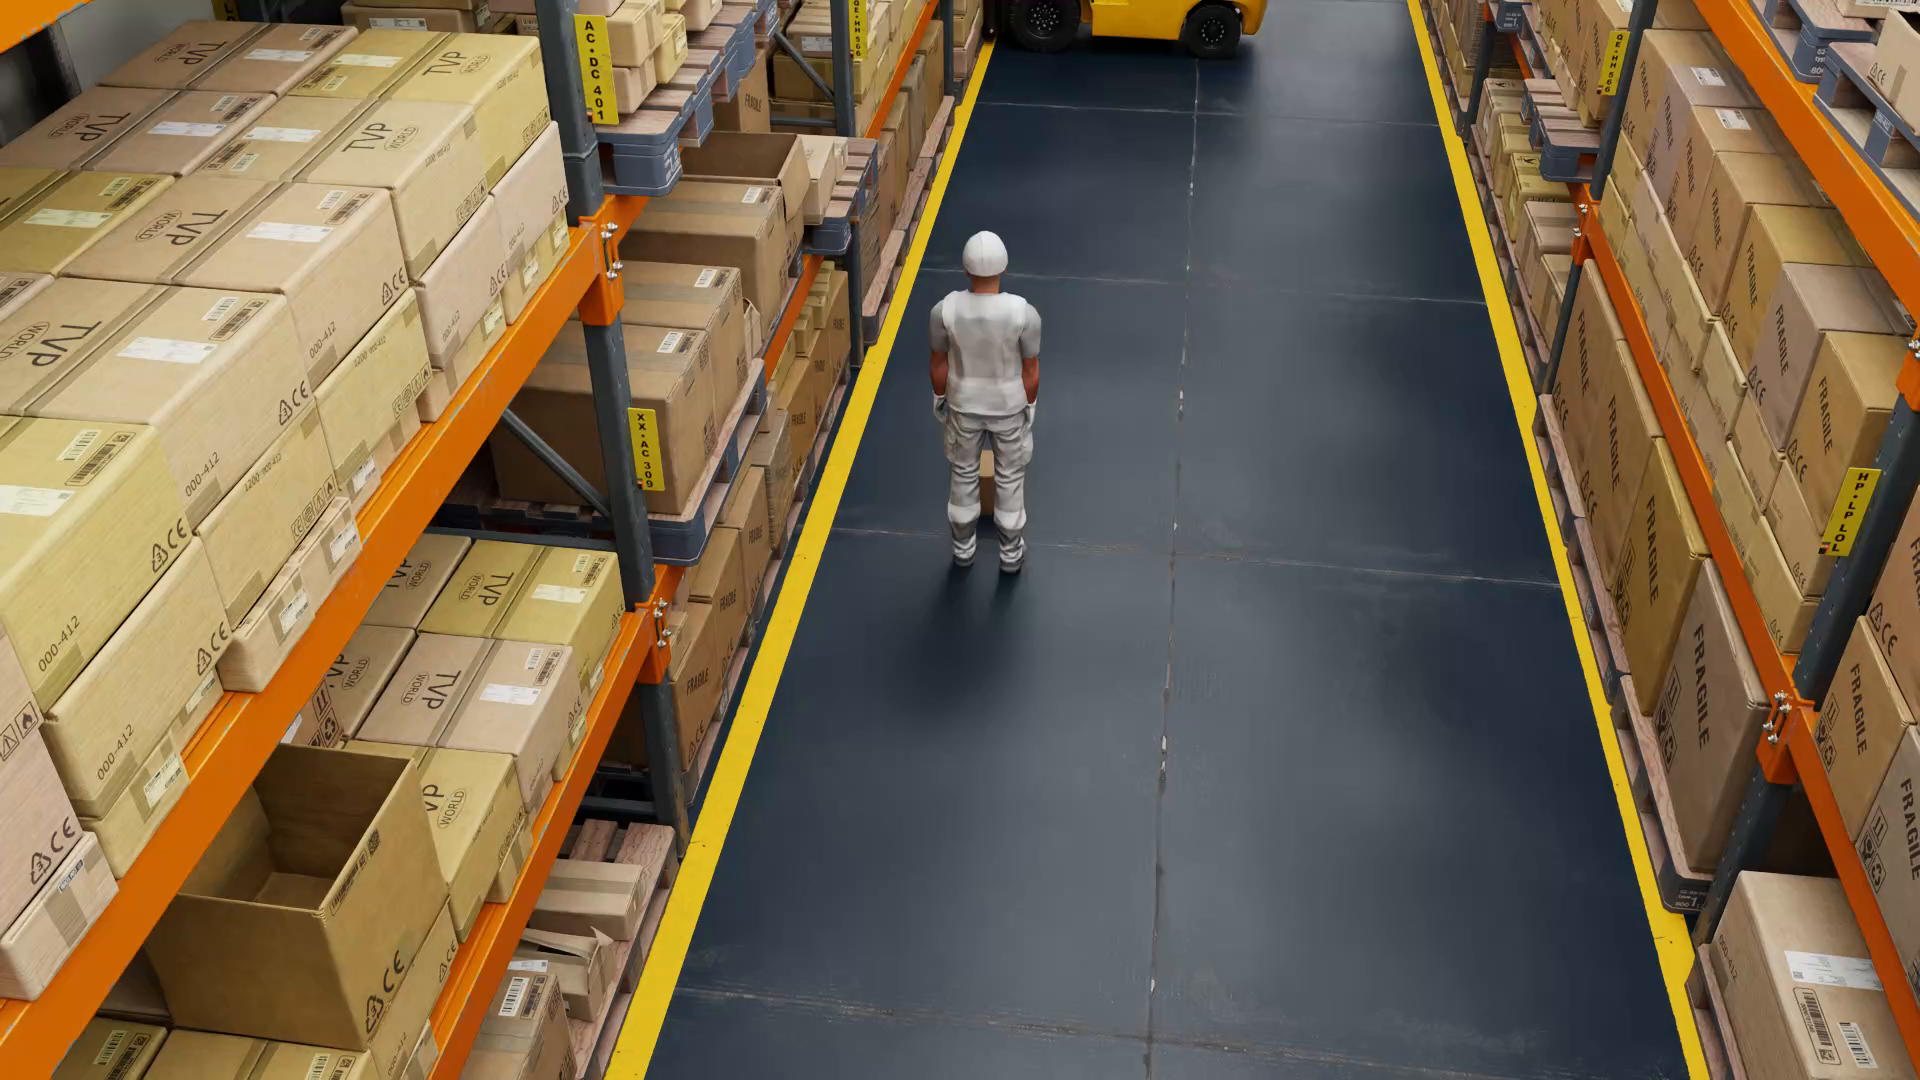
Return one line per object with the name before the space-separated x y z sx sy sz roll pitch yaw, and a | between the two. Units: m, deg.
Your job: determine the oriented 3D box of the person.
person | 0.120 -0.640 7.925 0.524 1.809 0.344 4 36 6
